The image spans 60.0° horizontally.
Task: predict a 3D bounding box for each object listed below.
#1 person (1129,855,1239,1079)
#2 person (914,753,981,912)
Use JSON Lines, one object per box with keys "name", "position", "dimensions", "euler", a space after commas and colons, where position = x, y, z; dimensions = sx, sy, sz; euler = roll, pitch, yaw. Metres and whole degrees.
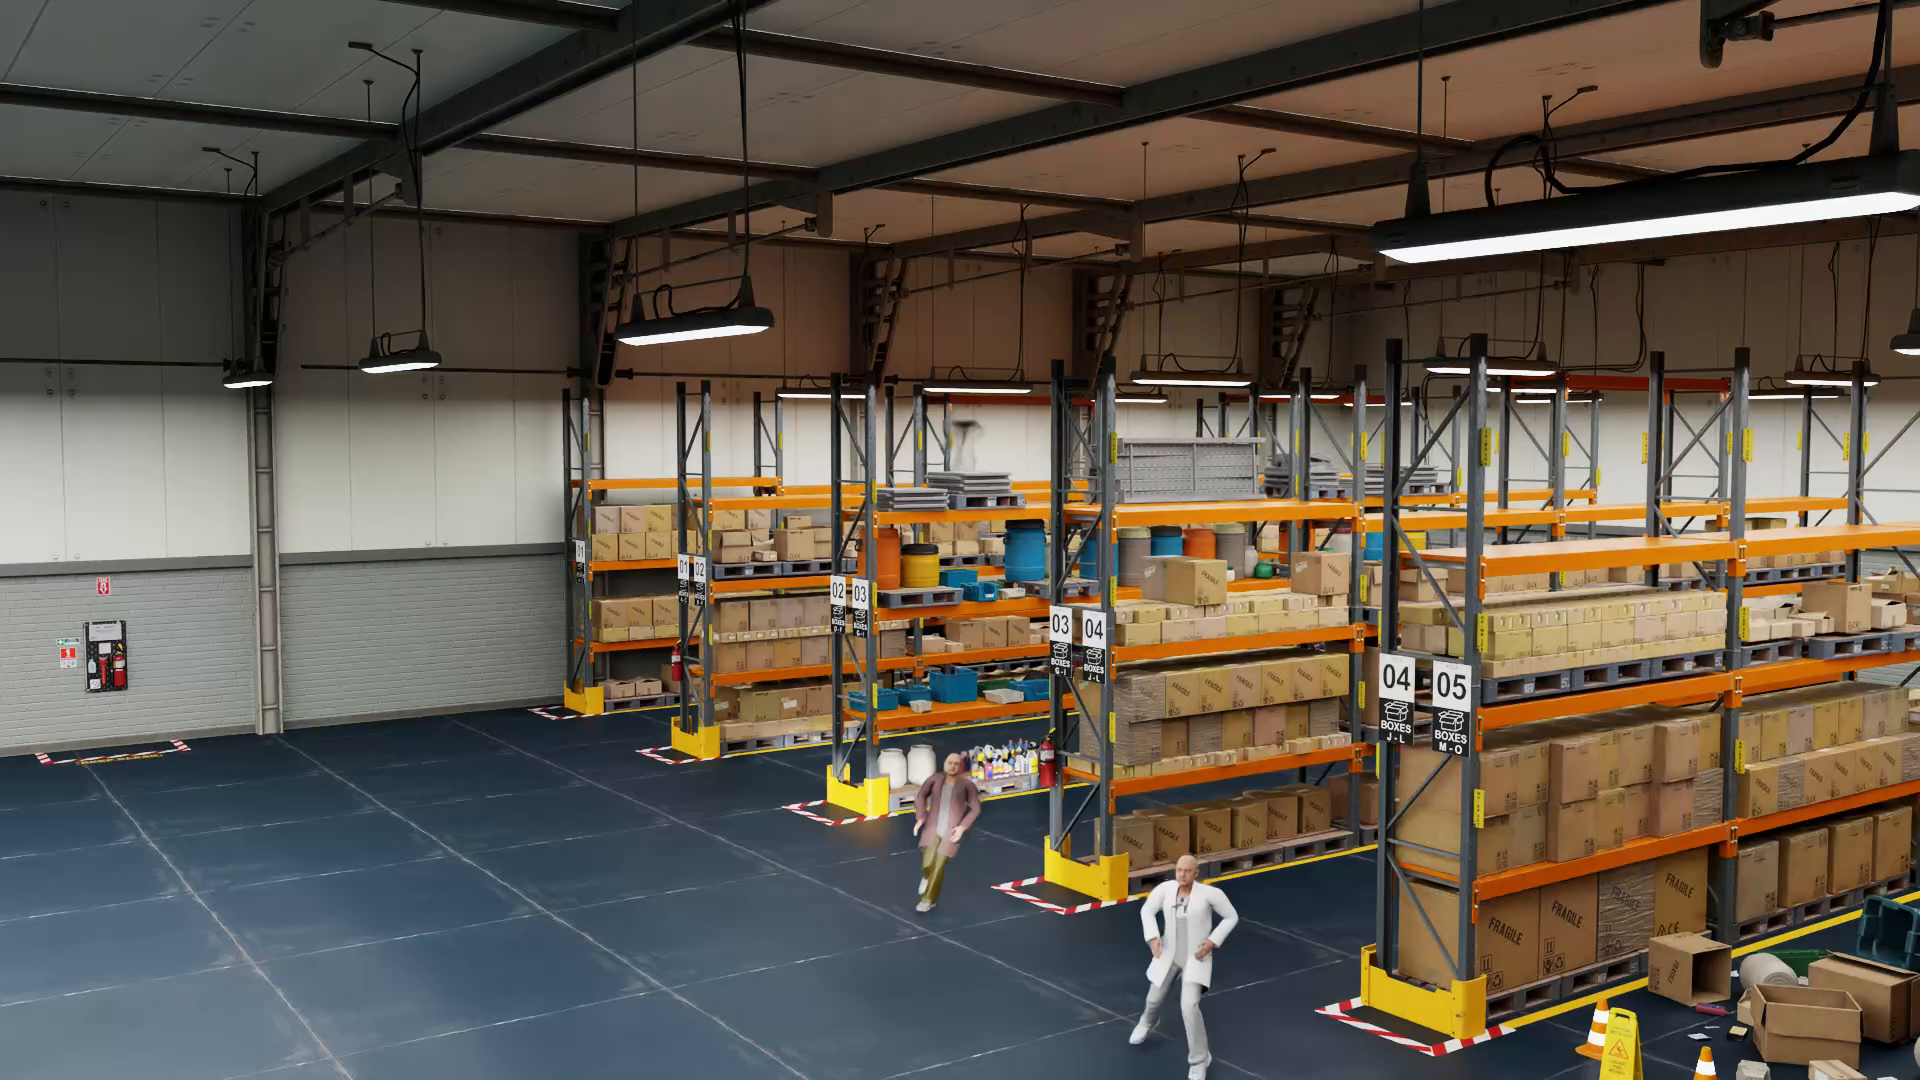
{"name": "person", "position": [1.796, 3.434, 13.598], "dimensions": [0.937, 1.778, 0.832], "euler": [2, 4, 23]}
{"name": "person", "position": [-0.144, 3.158, 17.999], "dimensions": [0.737, 1.696, 0.572], "euler": [1, 4, 12]}
